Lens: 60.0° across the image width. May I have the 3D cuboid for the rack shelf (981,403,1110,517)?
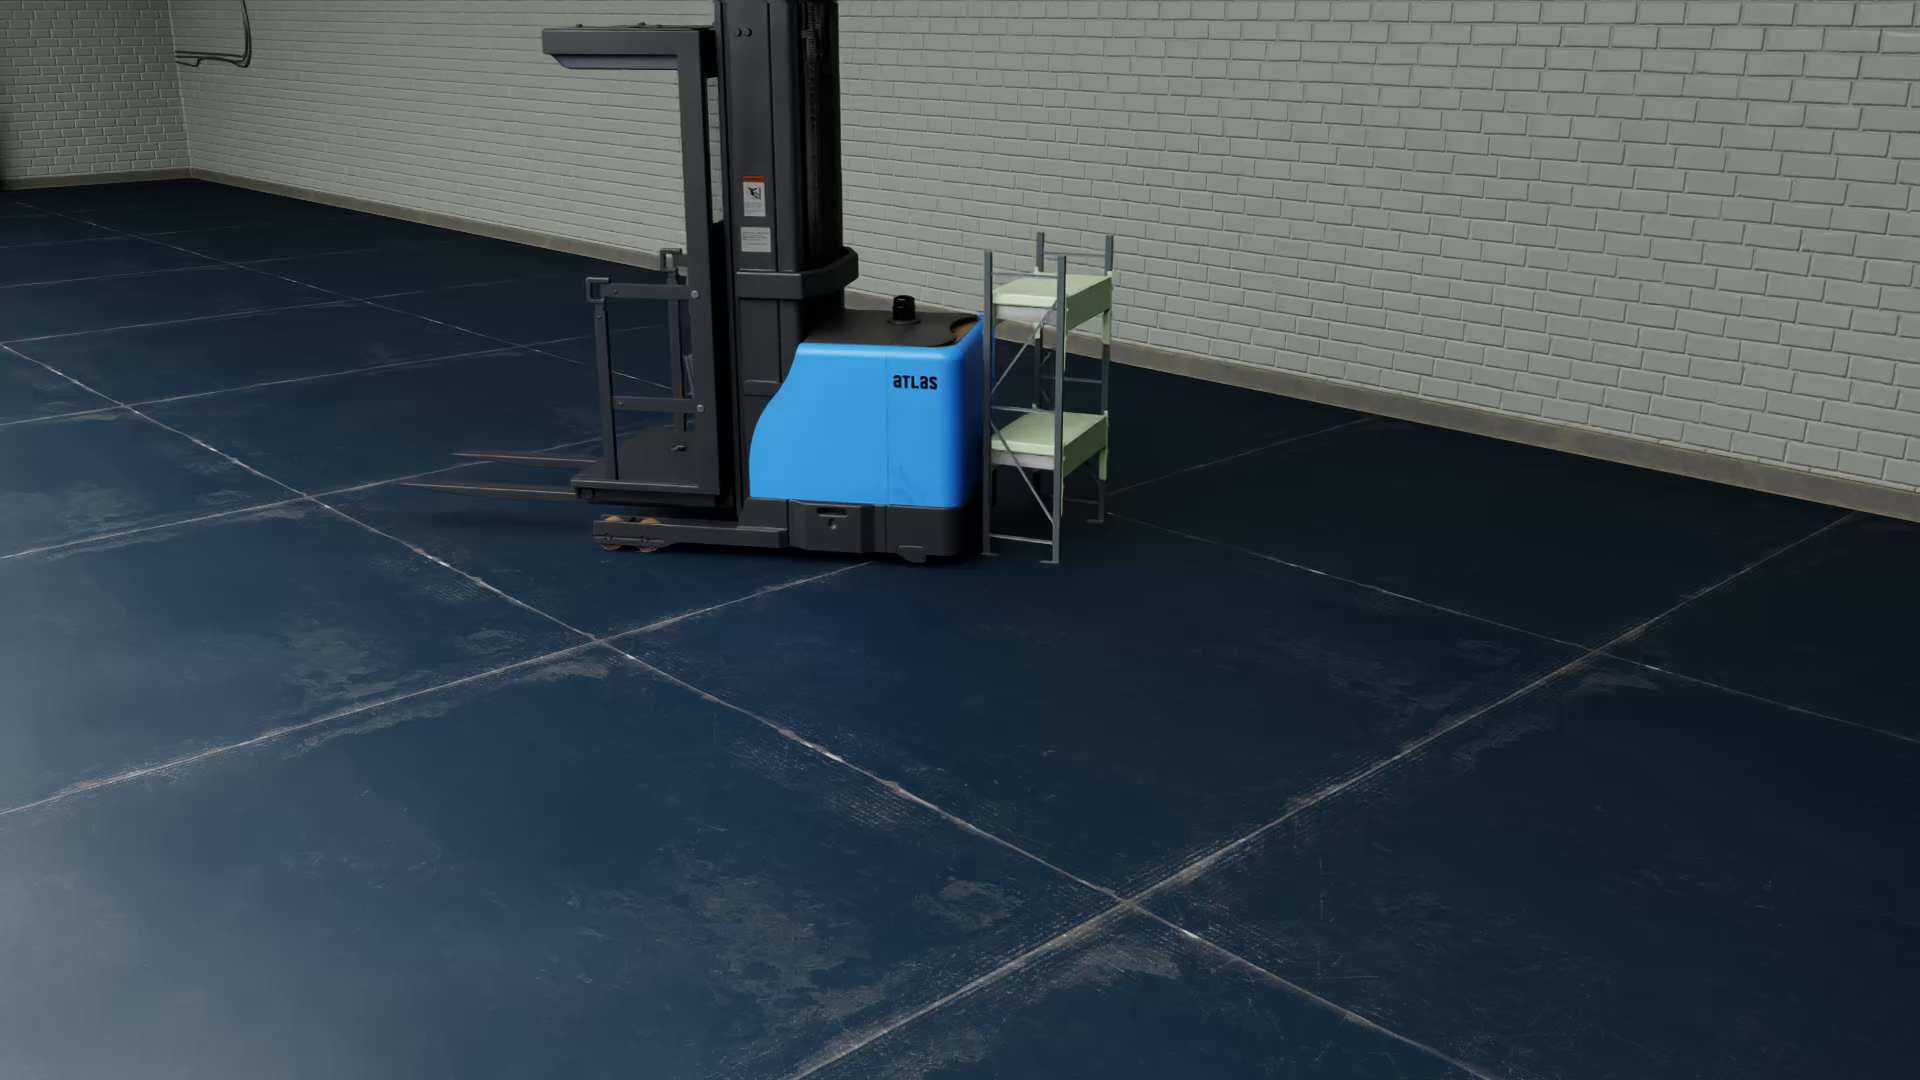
[{"bbox_3d":[0.439,-0.414,8.387,0.431,0.370,0.720,7,19,21],"label":"rack shelf"}]

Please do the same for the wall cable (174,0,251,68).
[{"bbox_3d":[-10.971,-8.110,23.943,0.112,2.526,3.097,-16,24,-41],"label":"wall cable"}]

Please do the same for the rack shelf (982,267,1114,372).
[{"bbox_3d":[0.439,-1.095,8.166,0.431,0.370,0.720,7,19,21],"label":"rack shelf"}]

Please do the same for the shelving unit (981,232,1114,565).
[{"bbox_3d":[0.439,-0.724,8.286,0.431,1.500,0.755,7,19,21],"label":"shelving unit"}]

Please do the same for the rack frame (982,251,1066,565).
[{"bbox_3d":[0.301,-0.620,7.964,0.400,1.500,0.023,7,19,21],"label":"rack frame"}]

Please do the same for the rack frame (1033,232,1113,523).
[{"bbox_3d":[0.578,-0.829,8.609,0.400,1.500,0.023,7,19,21],"label":"rack frame"}]

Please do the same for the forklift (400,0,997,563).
[{"bbox_3d":[-1.373,-1.488,8.321,3.031,2.935,1.130,3,18,10],"label":"forklift"}]
